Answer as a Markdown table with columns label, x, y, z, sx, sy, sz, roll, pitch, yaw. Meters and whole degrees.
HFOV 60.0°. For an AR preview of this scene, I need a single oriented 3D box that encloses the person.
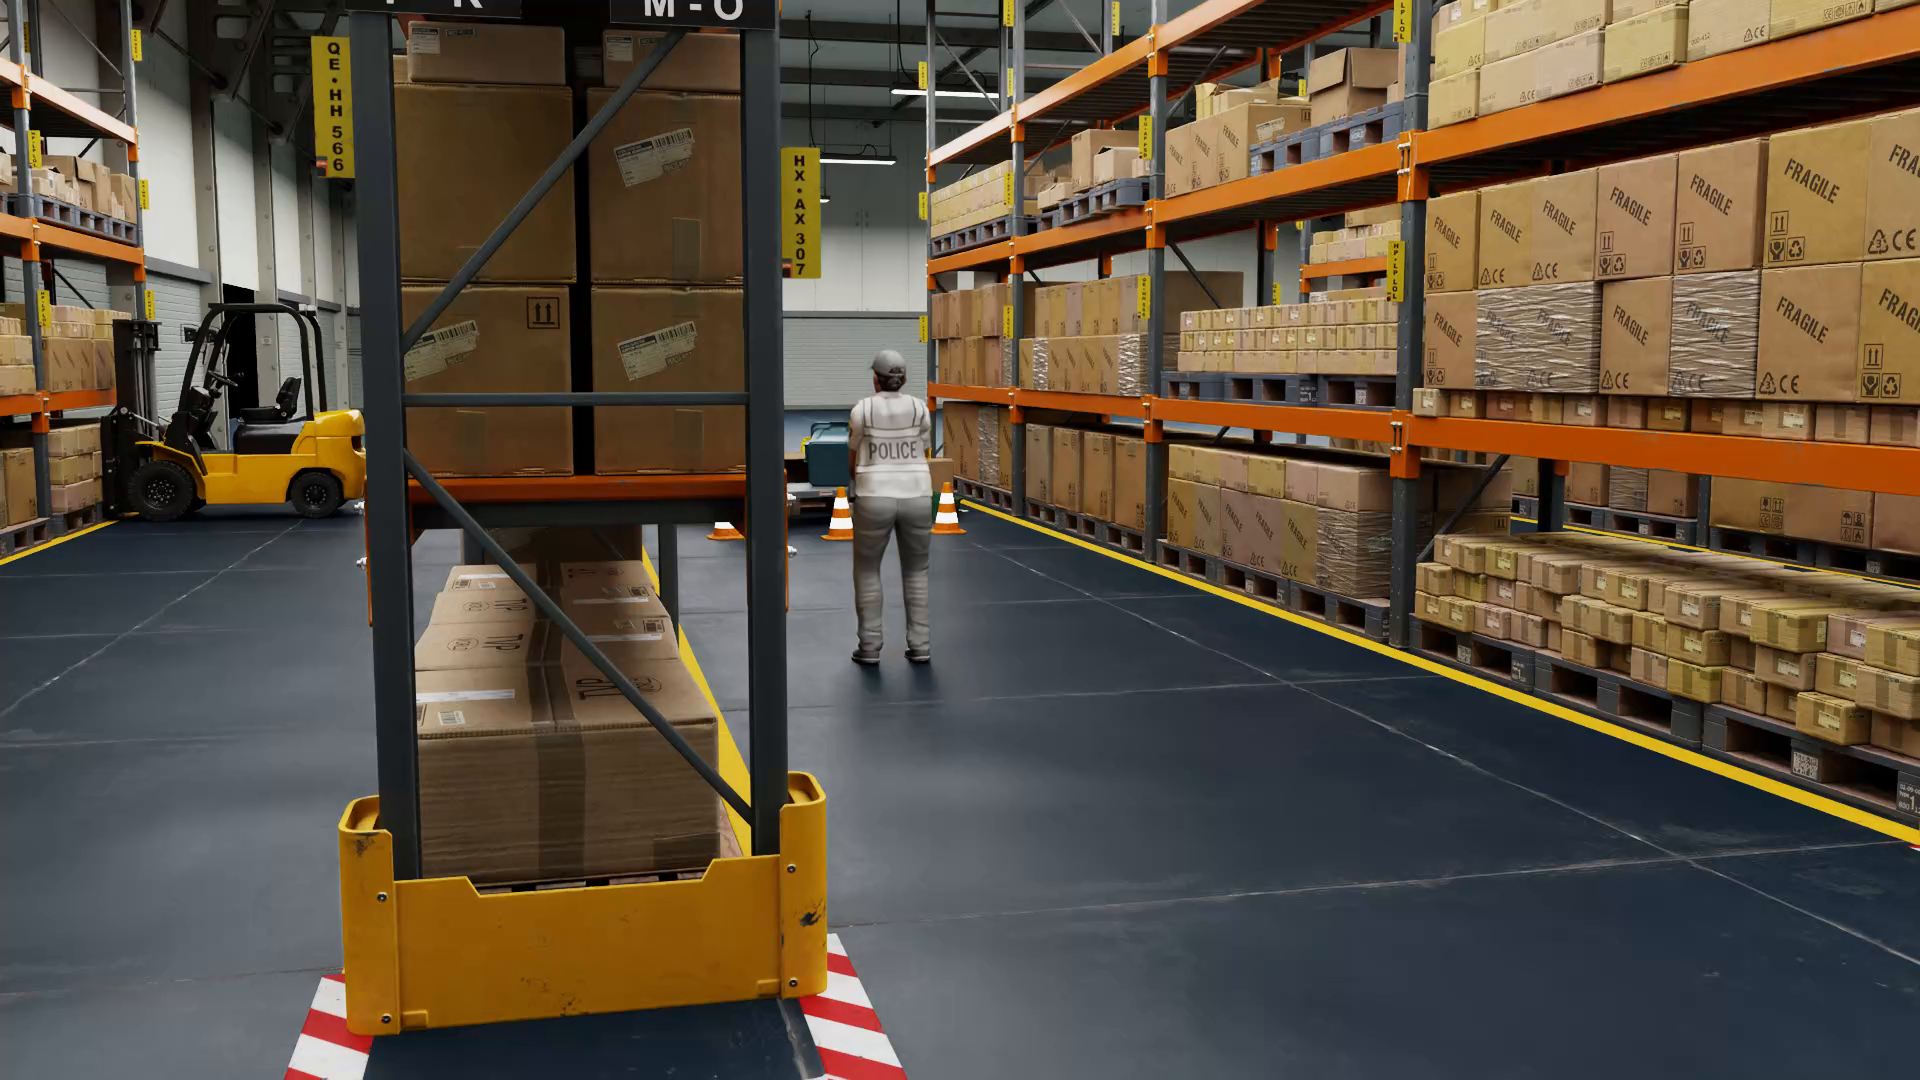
| label | x | y | z | sx | sy | sz | roll | pitch | yaw |
| --- | --- | --- | --- | --- | --- | --- | --- | --- | --- |
| person | -0.385 | -0.177 | 8.871 | 0.452 | 1.655 | 0.539 | -2 | 6 | -14 |
